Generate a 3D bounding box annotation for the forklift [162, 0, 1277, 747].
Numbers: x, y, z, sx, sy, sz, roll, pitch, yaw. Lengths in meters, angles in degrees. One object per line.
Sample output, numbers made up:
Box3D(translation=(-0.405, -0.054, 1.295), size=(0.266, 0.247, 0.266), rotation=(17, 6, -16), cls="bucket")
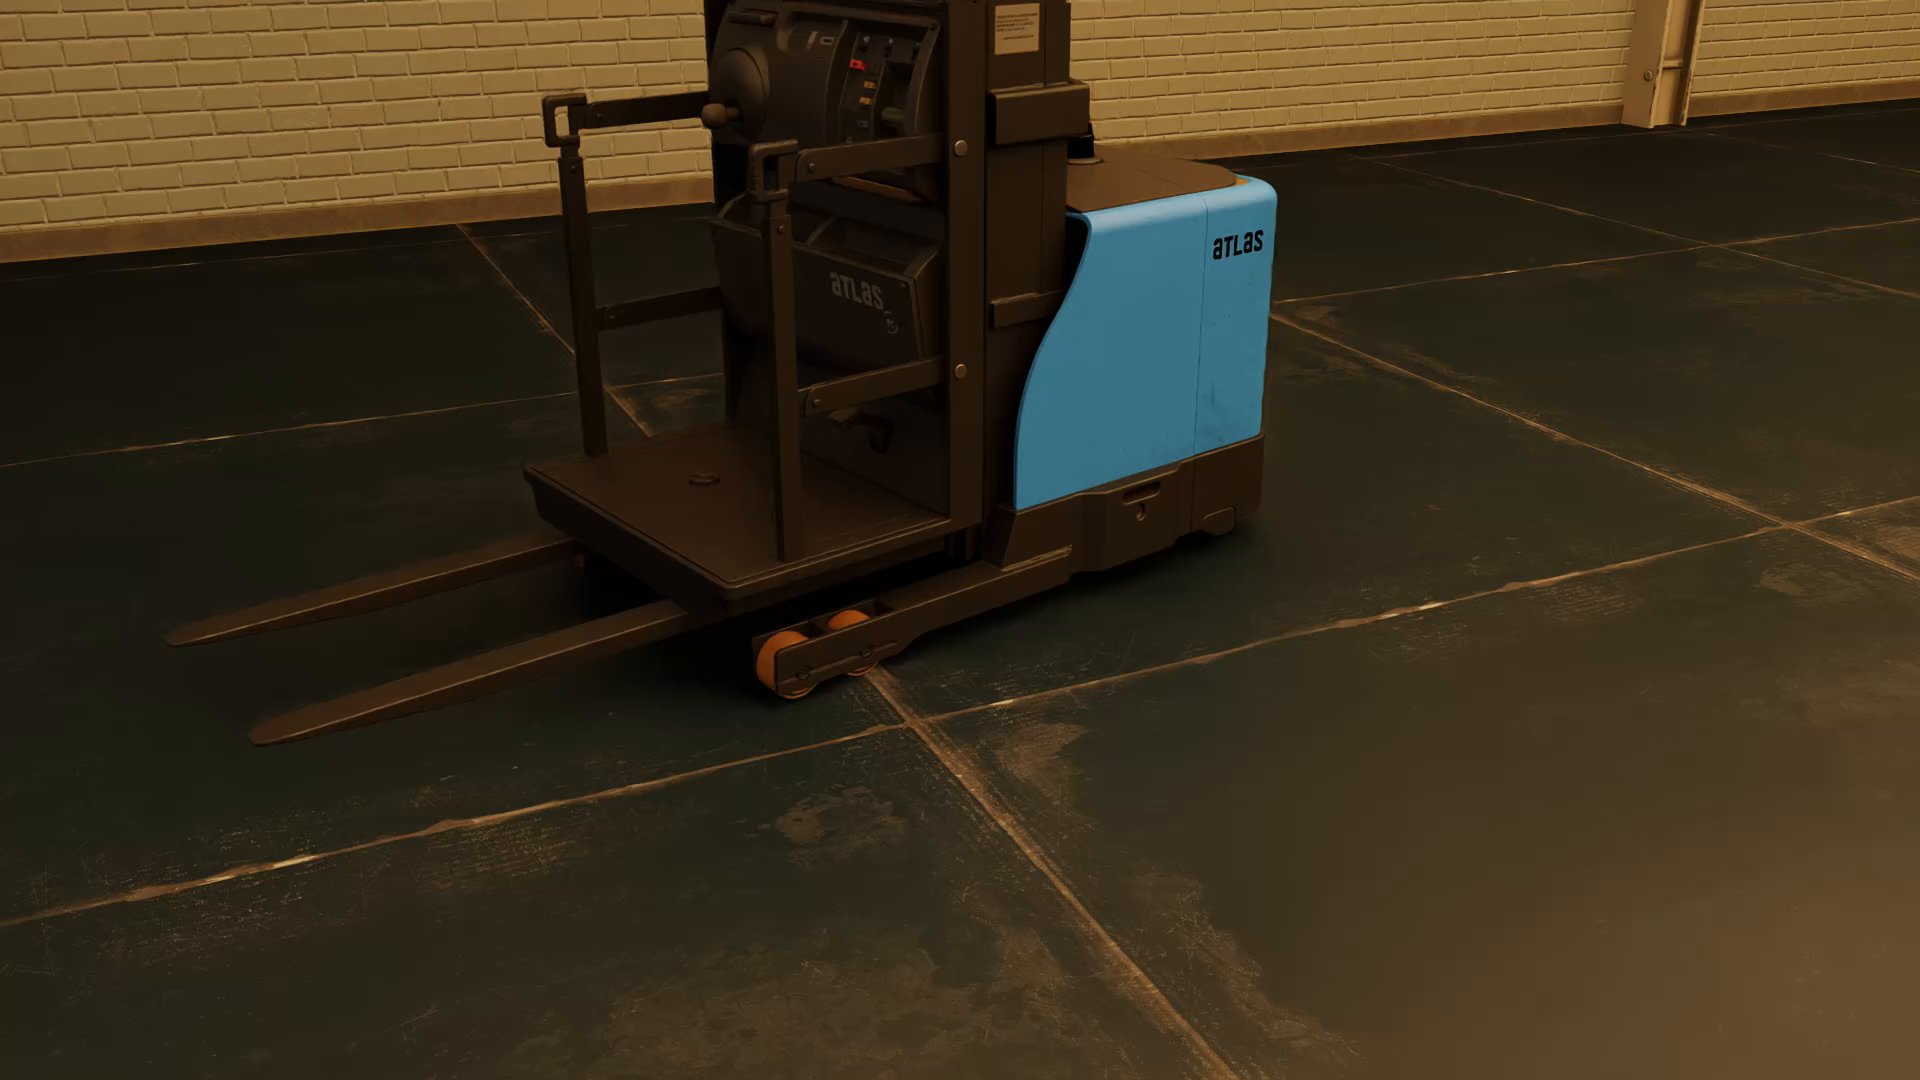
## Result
Box3D(translation=(-0.523, -1.185, 4.138), size=(3.031, 2.935, 1.130), rotation=(-18, 28, -36), cls="forklift")
